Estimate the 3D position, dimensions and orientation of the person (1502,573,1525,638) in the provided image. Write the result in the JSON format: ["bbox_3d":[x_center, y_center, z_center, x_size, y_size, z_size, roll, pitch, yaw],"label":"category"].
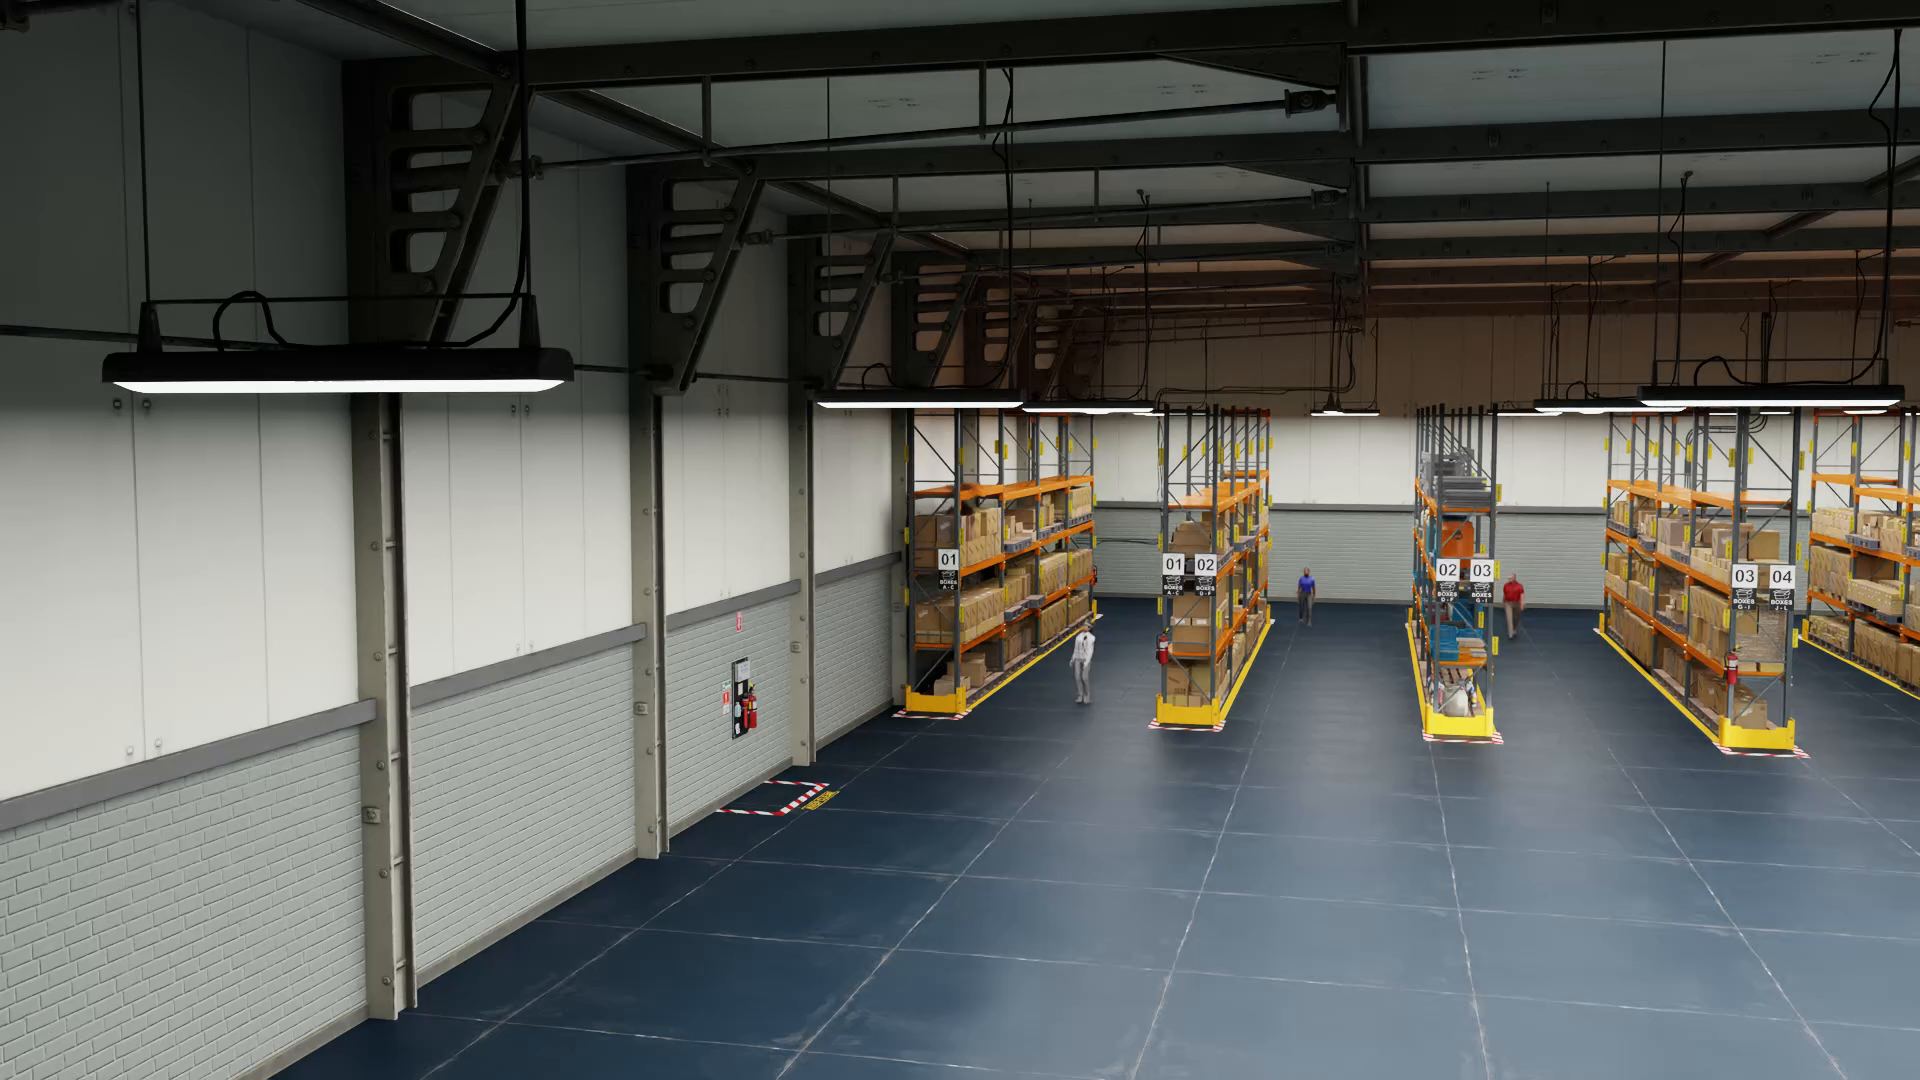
[{"bbox_3d":[14.514,1.714,43.597,0.509,1.674,1.086,1,4,10],"label":"person"}]

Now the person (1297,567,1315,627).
[{"bbox_3d":[9.590,1.560,46.120,0.510,1.609,0.932,0,4,6],"label":"person"}]

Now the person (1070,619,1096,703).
[{"bbox_3d":[2.492,2.469,33.752,0.516,1.745,0.487,3,5,33],"label":"person"}]
